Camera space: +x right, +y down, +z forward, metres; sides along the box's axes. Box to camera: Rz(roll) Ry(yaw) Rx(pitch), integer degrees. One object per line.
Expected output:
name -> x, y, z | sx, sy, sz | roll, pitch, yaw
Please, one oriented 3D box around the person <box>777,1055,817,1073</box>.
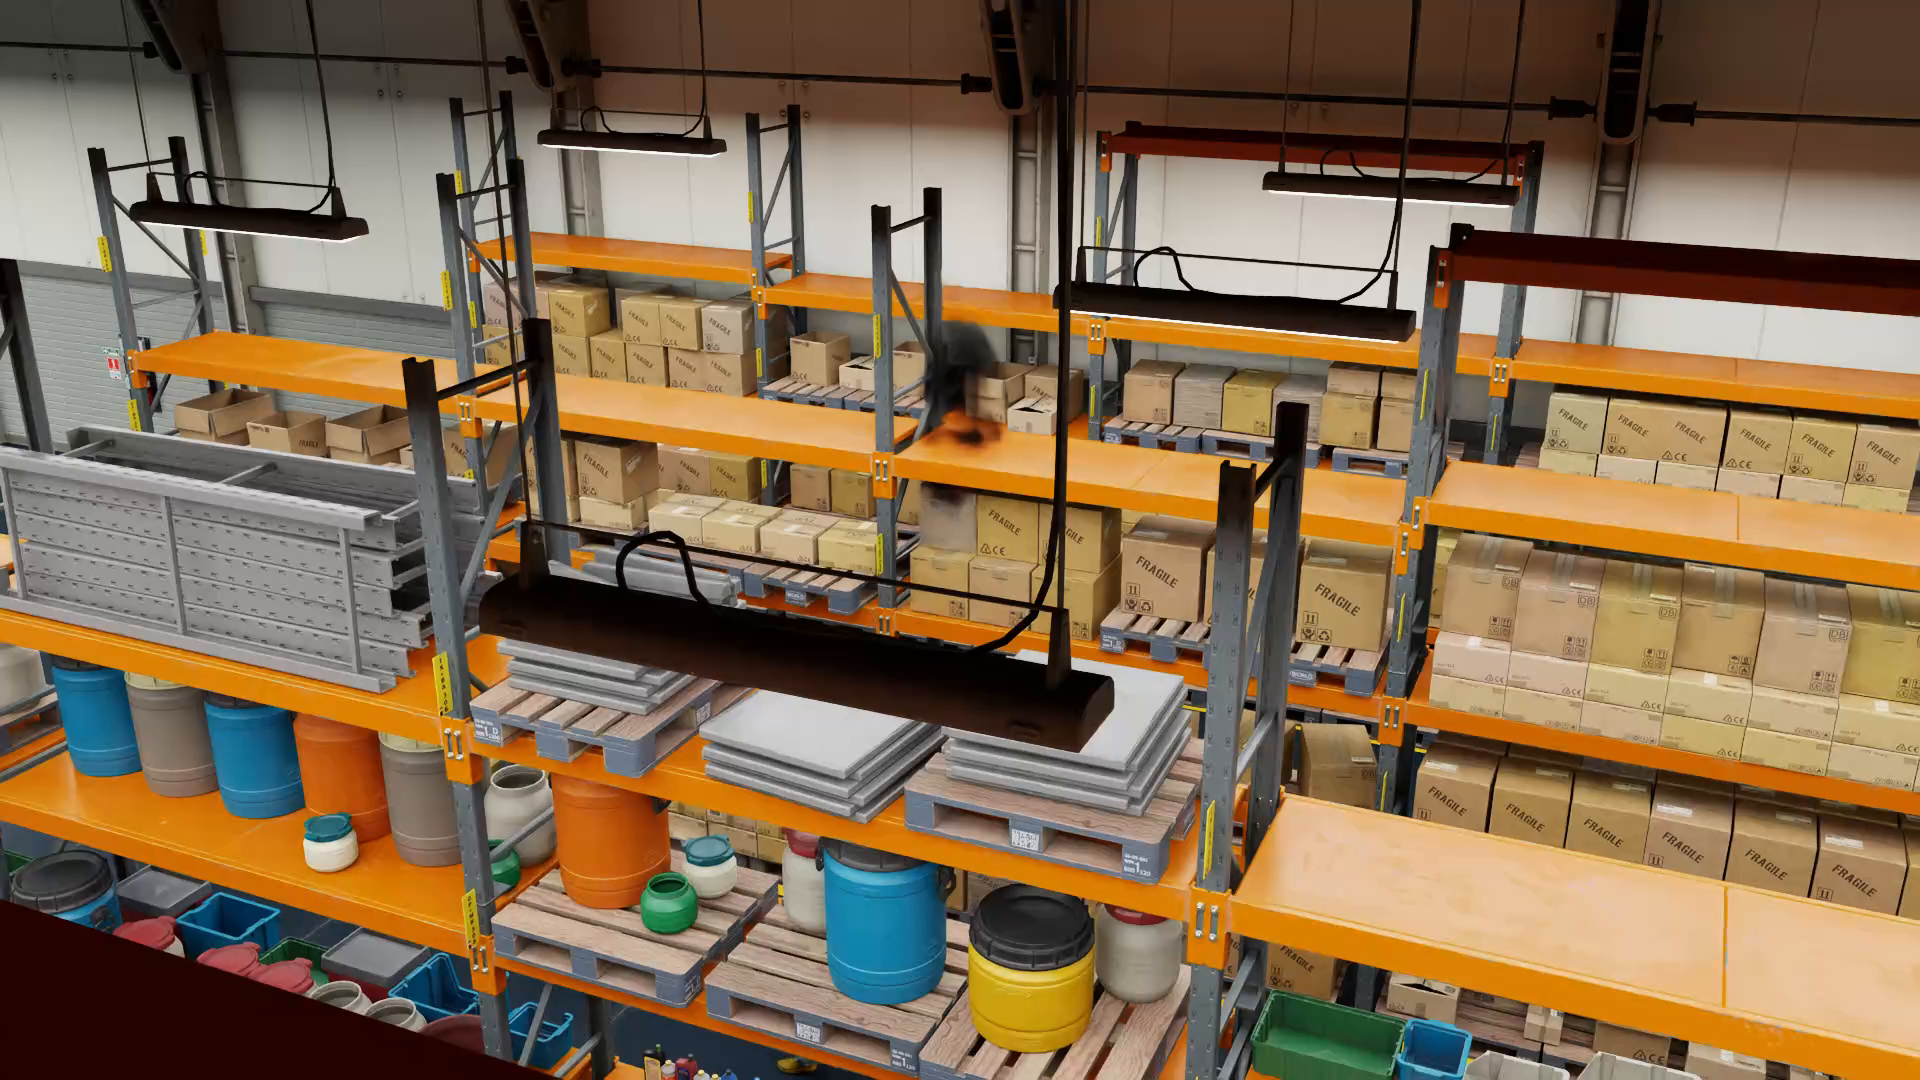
person -> -0.951, 3.095, 11.952 | 0.824, 1.769, 0.726 | 4, 21, 11
